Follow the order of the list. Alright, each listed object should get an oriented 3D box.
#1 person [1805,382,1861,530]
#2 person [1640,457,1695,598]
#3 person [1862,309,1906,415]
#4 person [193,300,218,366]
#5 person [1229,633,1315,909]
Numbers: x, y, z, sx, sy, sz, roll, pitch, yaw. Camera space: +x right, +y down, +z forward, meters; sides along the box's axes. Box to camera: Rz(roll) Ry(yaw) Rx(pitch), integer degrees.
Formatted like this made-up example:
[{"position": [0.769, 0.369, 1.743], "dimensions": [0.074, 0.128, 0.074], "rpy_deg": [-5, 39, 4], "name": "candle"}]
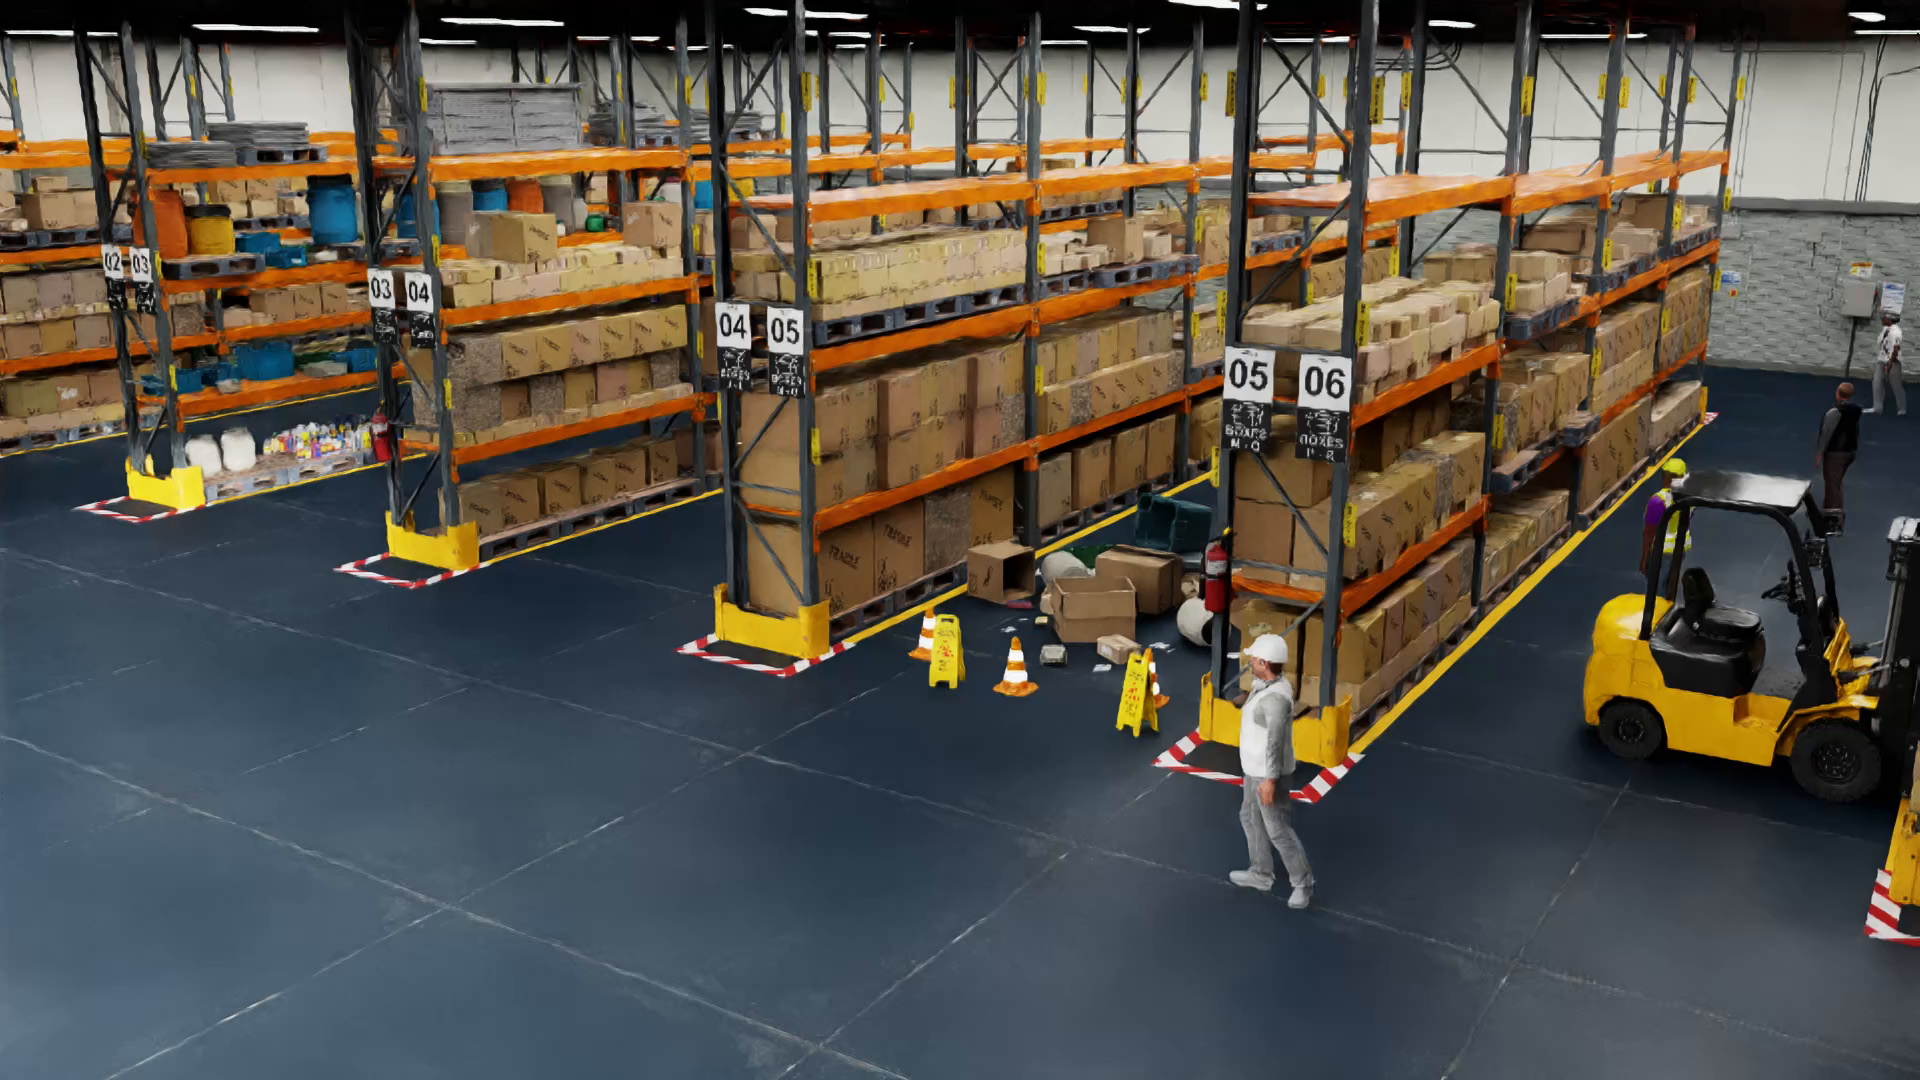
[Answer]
[{"position": [10.317, -1.019, 19.629], "dimensions": [0.640, 1.718, 0.581], "rpy_deg": [-10, 19, -33], "name": "person"}, {"position": [6.548, 0.083, 15.571], "dimensions": [0.624, 1.762, 0.503], "rpy_deg": [-8, 17, -27], "name": "person"}, {"position": [14.687, -2.796, 26.195], "dimensions": [0.597, 1.654, 0.504], "rpy_deg": [0, 16, 0], "name": "person"}, {"position": [-13.444, -3.689, 29.238], "dimensions": [0.556, 1.709, 1.127], "rpy_deg": [9, 18, 29], "name": "person"}, {"position": [2.047, 1.462, 10.710], "dimensions": [0.538, 1.767, 0.630], "rpy_deg": [2, 16, 5], "name": "person"}]
